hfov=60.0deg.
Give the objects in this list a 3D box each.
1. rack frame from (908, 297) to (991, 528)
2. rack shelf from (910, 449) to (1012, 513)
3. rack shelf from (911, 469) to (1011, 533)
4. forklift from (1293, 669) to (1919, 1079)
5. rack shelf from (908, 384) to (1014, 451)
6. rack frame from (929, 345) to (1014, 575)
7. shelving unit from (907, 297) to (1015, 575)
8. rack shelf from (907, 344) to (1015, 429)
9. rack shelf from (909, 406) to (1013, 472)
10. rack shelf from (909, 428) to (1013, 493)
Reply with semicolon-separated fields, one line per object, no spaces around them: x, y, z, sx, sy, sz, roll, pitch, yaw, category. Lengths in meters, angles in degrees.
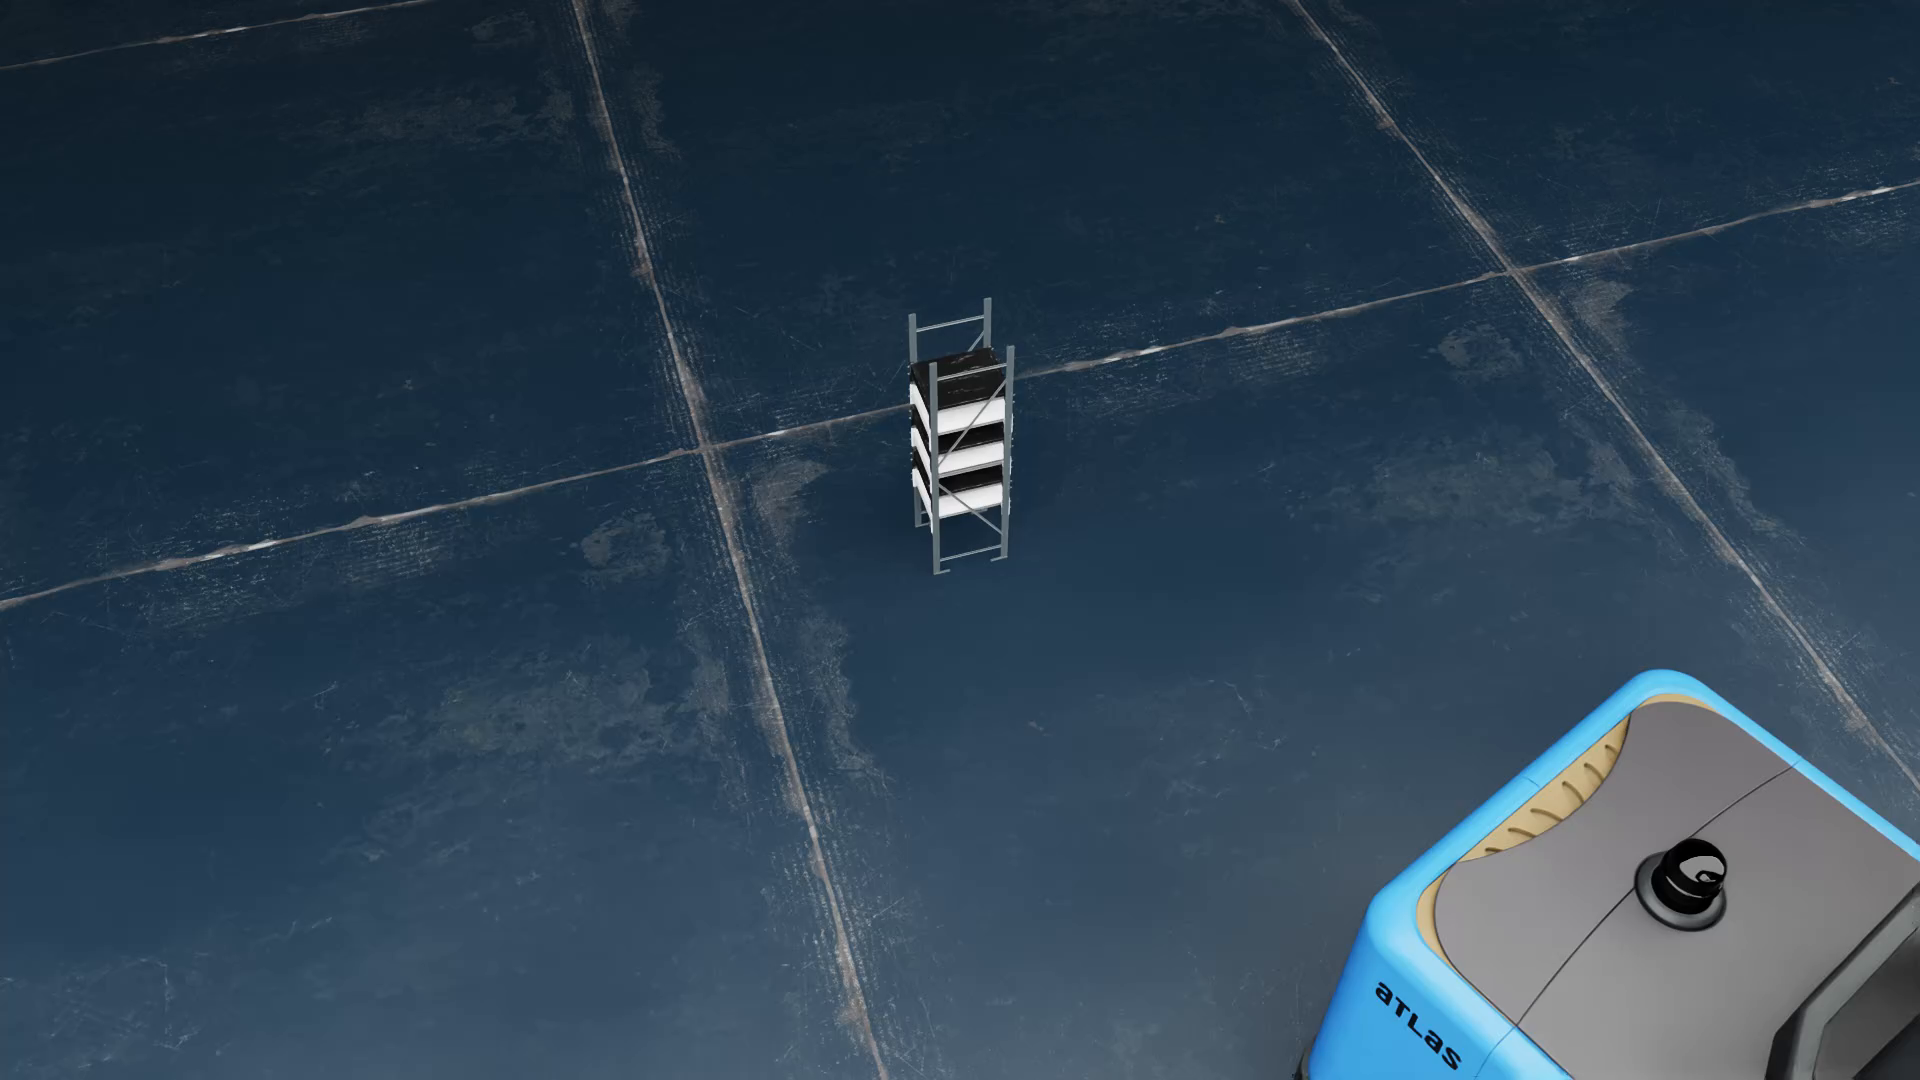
-0.028;-0.358;4.964;0.240;0.900;0.006;-13;51;-11;rack frame
0.002;-0.205;4.995;0.258;0.077;0.200;-13;51;-11;rack shelf
0.002;-0.147;5.064;0.258;0.077;0.200;-13;51;-11;rack shelf
2.100;1.113;2.395;1.130;2.935;3.031;-32;57;-24;forklift
0.002;-0.379;4.789;0.258;0.077;0.200;-13;51;-11;rack shelf
0.032;-0.210;4.838;0.240;0.900;0.006;-13;51;-11;rack frame
0.002;-0.284;4.901;0.258;0.900;0.210;-13;51;-11;shelving unit
0.002;-0.437;4.720;0.258;0.077;0.200;-13;51;-11;rack shelf
0.002;-0.321;4.858;0.258;0.077;0.200;-13;51;-11;rack shelf
0.002;-0.263;4.926;0.258;0.077;0.200;-13;51;-11;rack shelf
